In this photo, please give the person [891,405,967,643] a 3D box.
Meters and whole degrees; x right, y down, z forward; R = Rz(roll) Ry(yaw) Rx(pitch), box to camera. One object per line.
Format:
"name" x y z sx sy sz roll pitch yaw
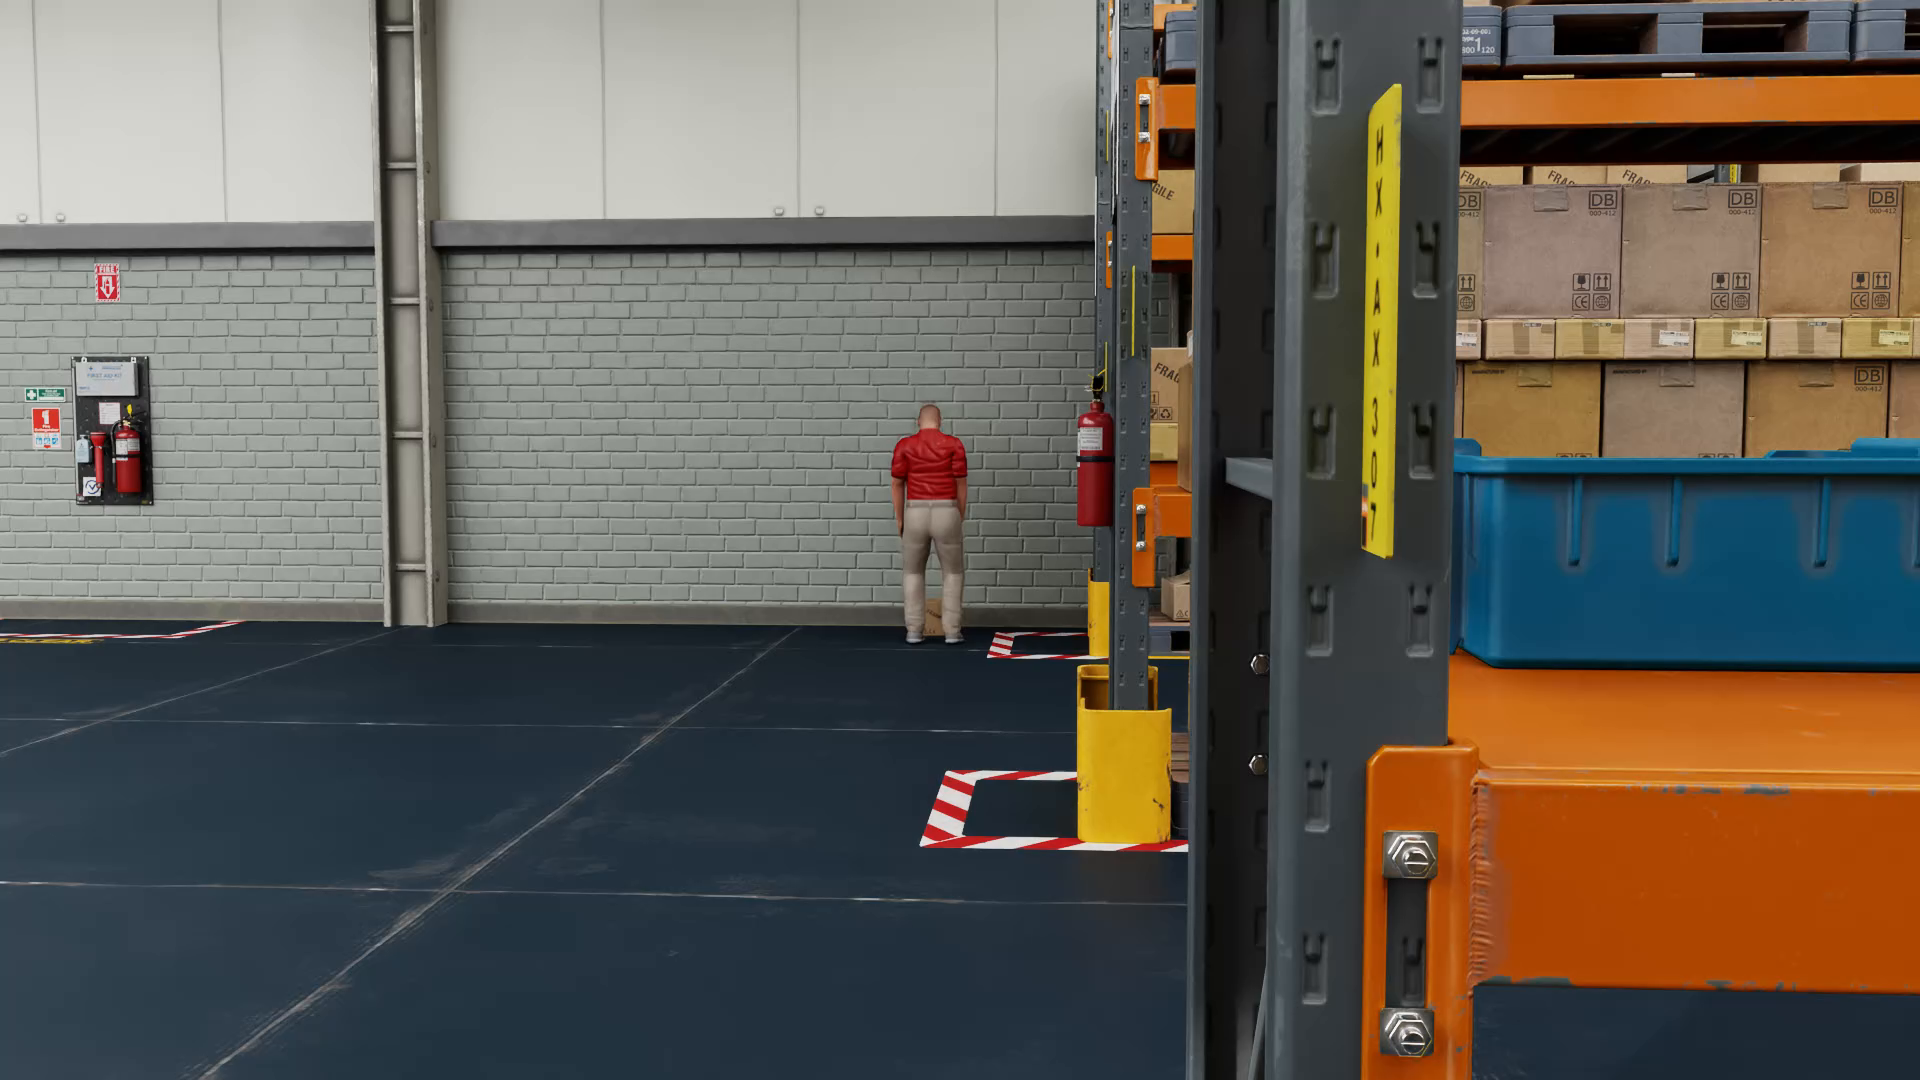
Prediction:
"person" -0.217 -0.109 11.802 0.547 1.700 0.383 0 4 5
